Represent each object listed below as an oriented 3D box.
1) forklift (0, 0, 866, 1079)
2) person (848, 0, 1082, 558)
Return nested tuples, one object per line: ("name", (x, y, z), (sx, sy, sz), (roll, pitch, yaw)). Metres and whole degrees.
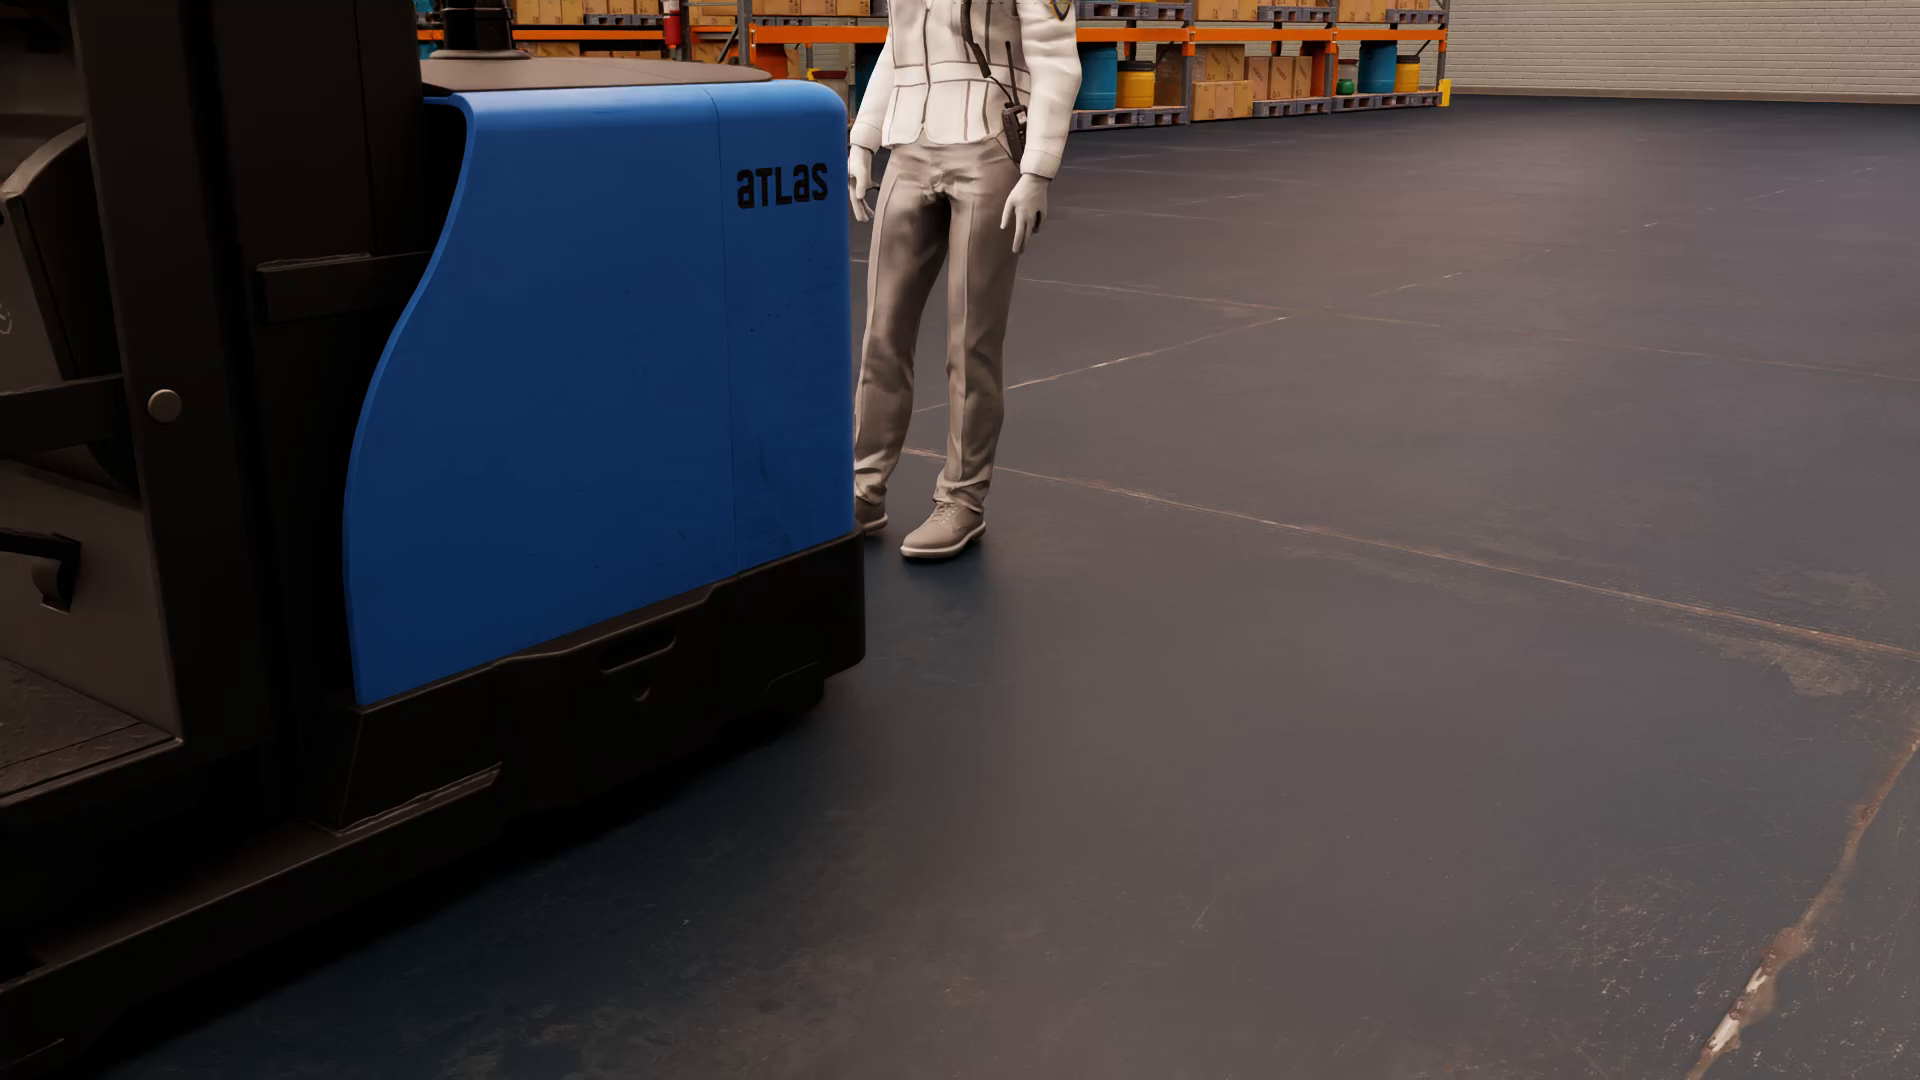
("forklift", (-1.455, -0.871, 1.767), (1.130, 2.935, 3.031), (12, 21, 35))
("person", (-0.048, -0.804, 3.648), (0.587, 1.696, 0.534), (13, 21, 37))
